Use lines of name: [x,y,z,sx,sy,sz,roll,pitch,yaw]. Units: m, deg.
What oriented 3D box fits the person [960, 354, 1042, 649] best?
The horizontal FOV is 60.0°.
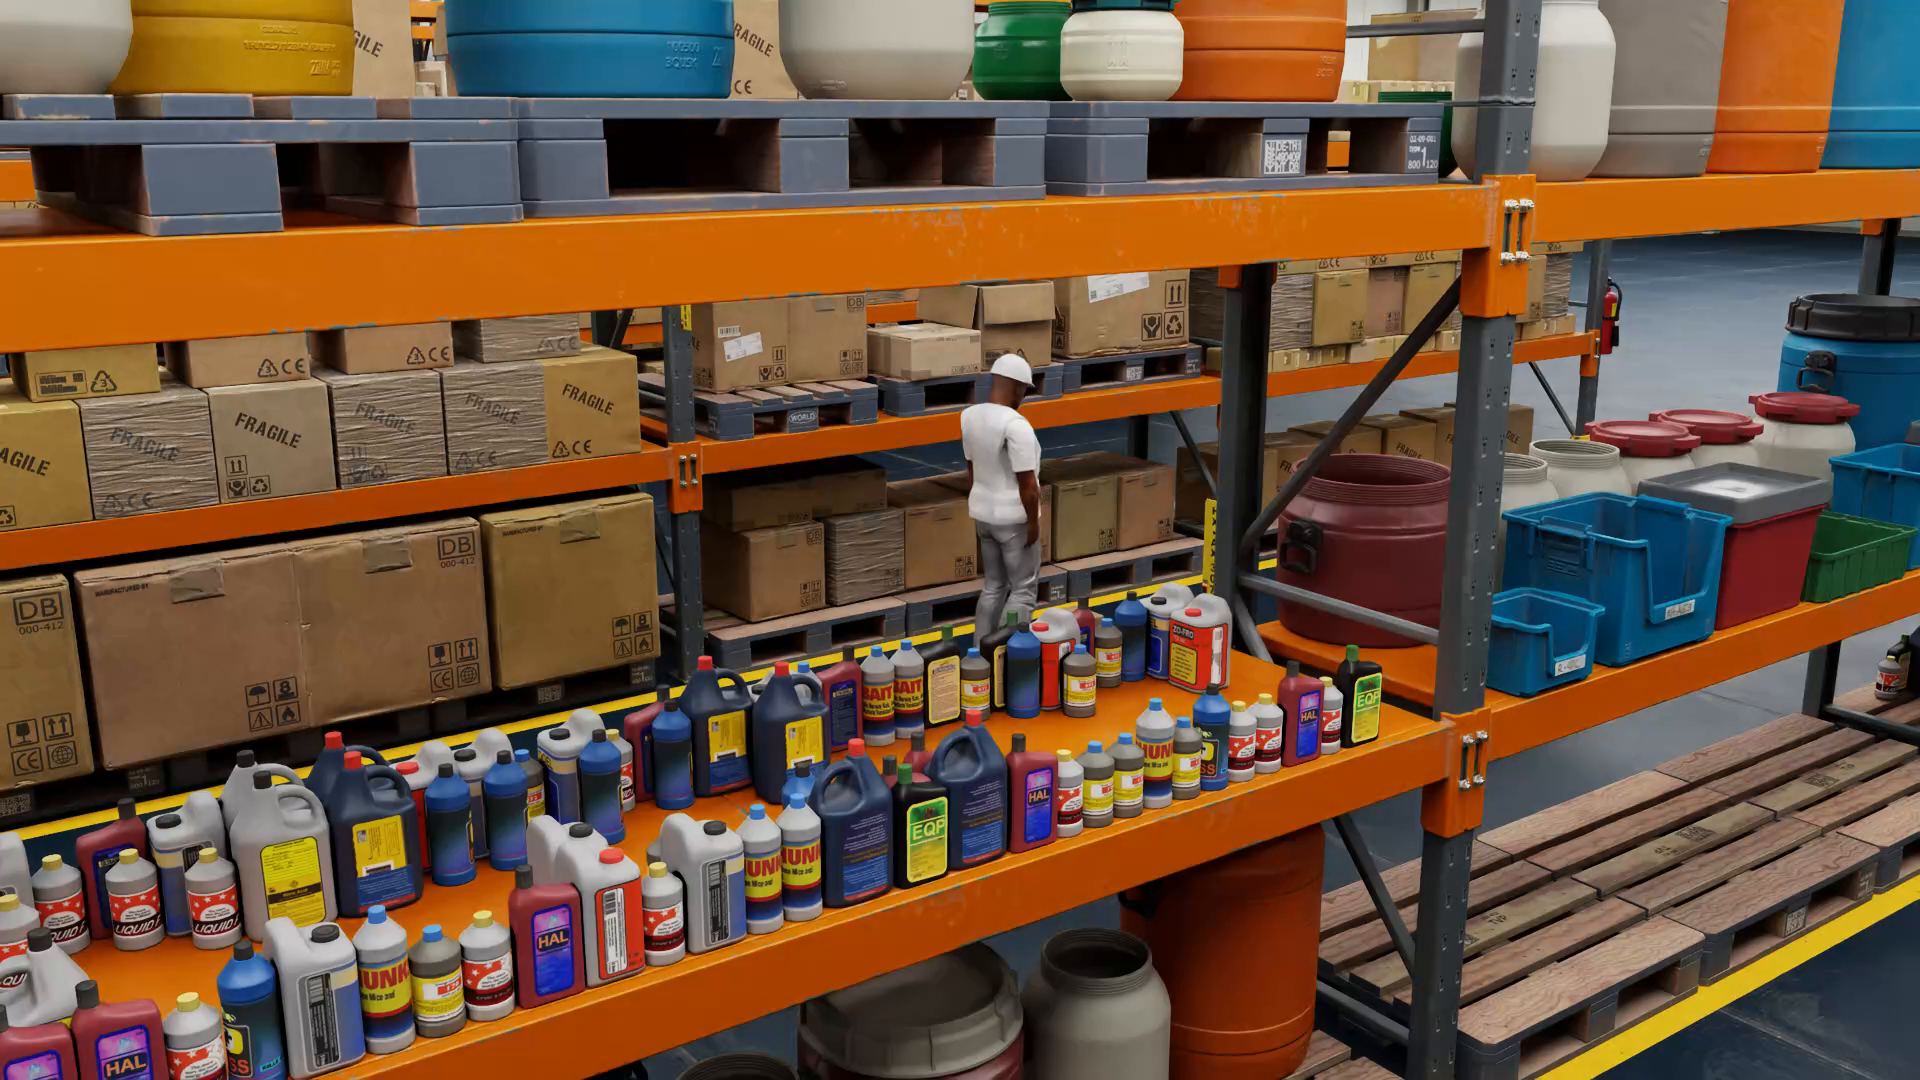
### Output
person: [0.243,-0.123,8.968,0.379,1.758,0.571,-10,17,-34]
